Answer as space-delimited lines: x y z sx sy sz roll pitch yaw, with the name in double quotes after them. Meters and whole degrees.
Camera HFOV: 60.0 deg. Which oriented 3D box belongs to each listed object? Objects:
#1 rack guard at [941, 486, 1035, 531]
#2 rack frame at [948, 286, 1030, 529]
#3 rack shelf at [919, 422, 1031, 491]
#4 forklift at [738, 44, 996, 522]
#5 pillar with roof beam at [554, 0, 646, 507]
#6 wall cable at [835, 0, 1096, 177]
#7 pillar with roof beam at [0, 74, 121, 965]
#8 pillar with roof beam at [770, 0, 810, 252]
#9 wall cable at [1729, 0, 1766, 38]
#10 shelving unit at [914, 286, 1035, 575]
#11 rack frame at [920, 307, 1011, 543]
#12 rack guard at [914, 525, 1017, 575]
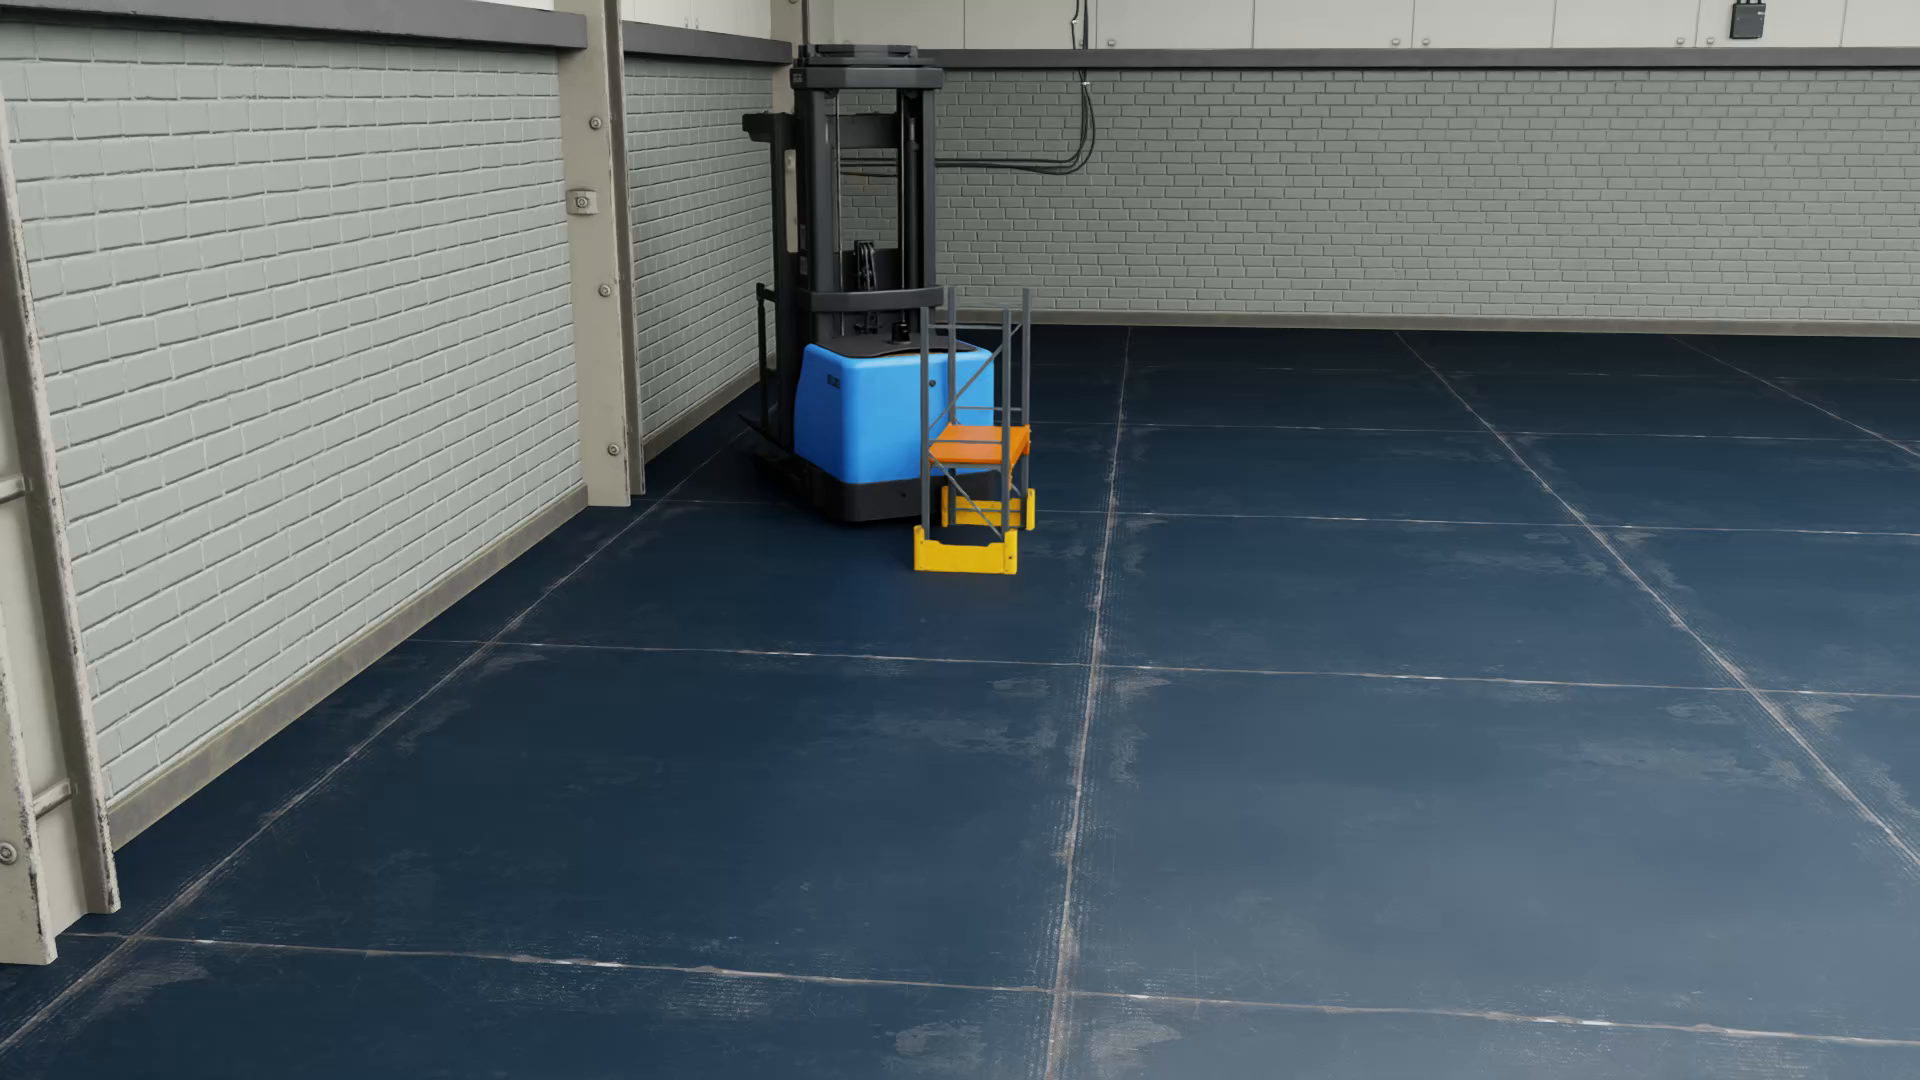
0.174 -0.201 10.426 0.587 0.250 0.087 2 15 8 "rack guard"
0.177 -0.809 10.281 0.500 1.500 0.032 2 15 8 "rack frame"
0.103 -0.504 9.843 0.538 0.185 1.000 2 15 8 "rack shelf"
-0.822 -1.866 11.448 1.130 2.935 3.031 -6 16 -23 "forklift"
1.956 -4.494 9.542 9.100 9.000 0.400 2 15 6 "pillar with roof beam"
0.002 -5.403 18.853 3.097 2.526 0.112 2 15 6 "wall cable"
1.279 -2.938 3.787 9.100 9.000 0.400 2 15 6 "pillar with roof beam"
2.633 -6.050 15.297 9.100 9.000 0.400 2 15 6 "pillar with roof beam"
9.433 -8.260 16.954 2.305 6.003 0.169 2 15 6 "wall cable"
0.102 -0.675 9.787 0.587 1.500 1.083 2 15 8 "shelving unit"
0.030 -0.547 9.310 0.500 1.500 0.032 2 15 8 "rack frame"
0.030 0.056 9.474 0.587 0.250 0.087 2 15 8 "rack guard"
